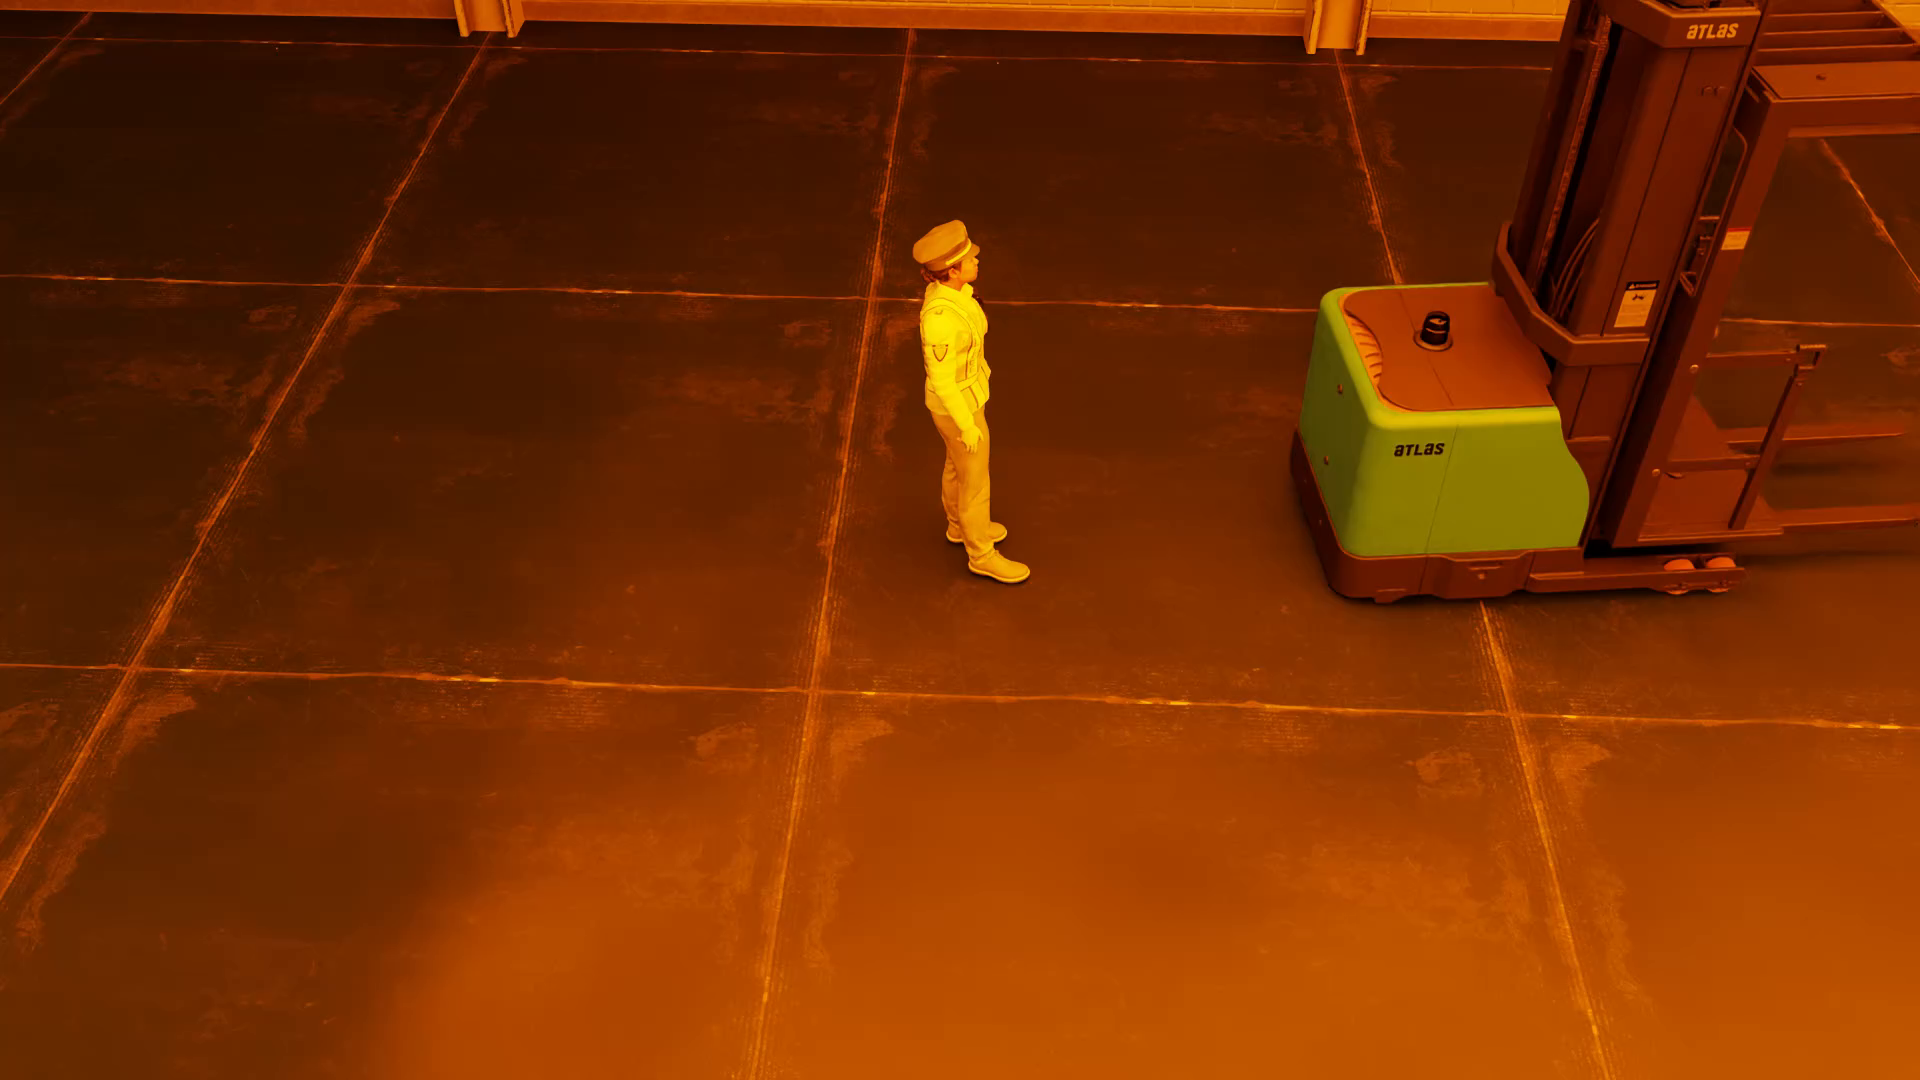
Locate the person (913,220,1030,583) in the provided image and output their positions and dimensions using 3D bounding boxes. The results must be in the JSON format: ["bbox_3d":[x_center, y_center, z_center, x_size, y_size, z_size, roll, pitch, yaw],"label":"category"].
[{"bbox_3d":[0.068,-0.625,7.333,0.531,1.695,0.588,2,42,2],"label":"person"}]

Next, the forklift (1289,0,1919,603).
[{"bbox_3d":[3.169,-1.189,7.044,3.031,2.935,1.130,-3,42,-3],"label":"forklift"}]
